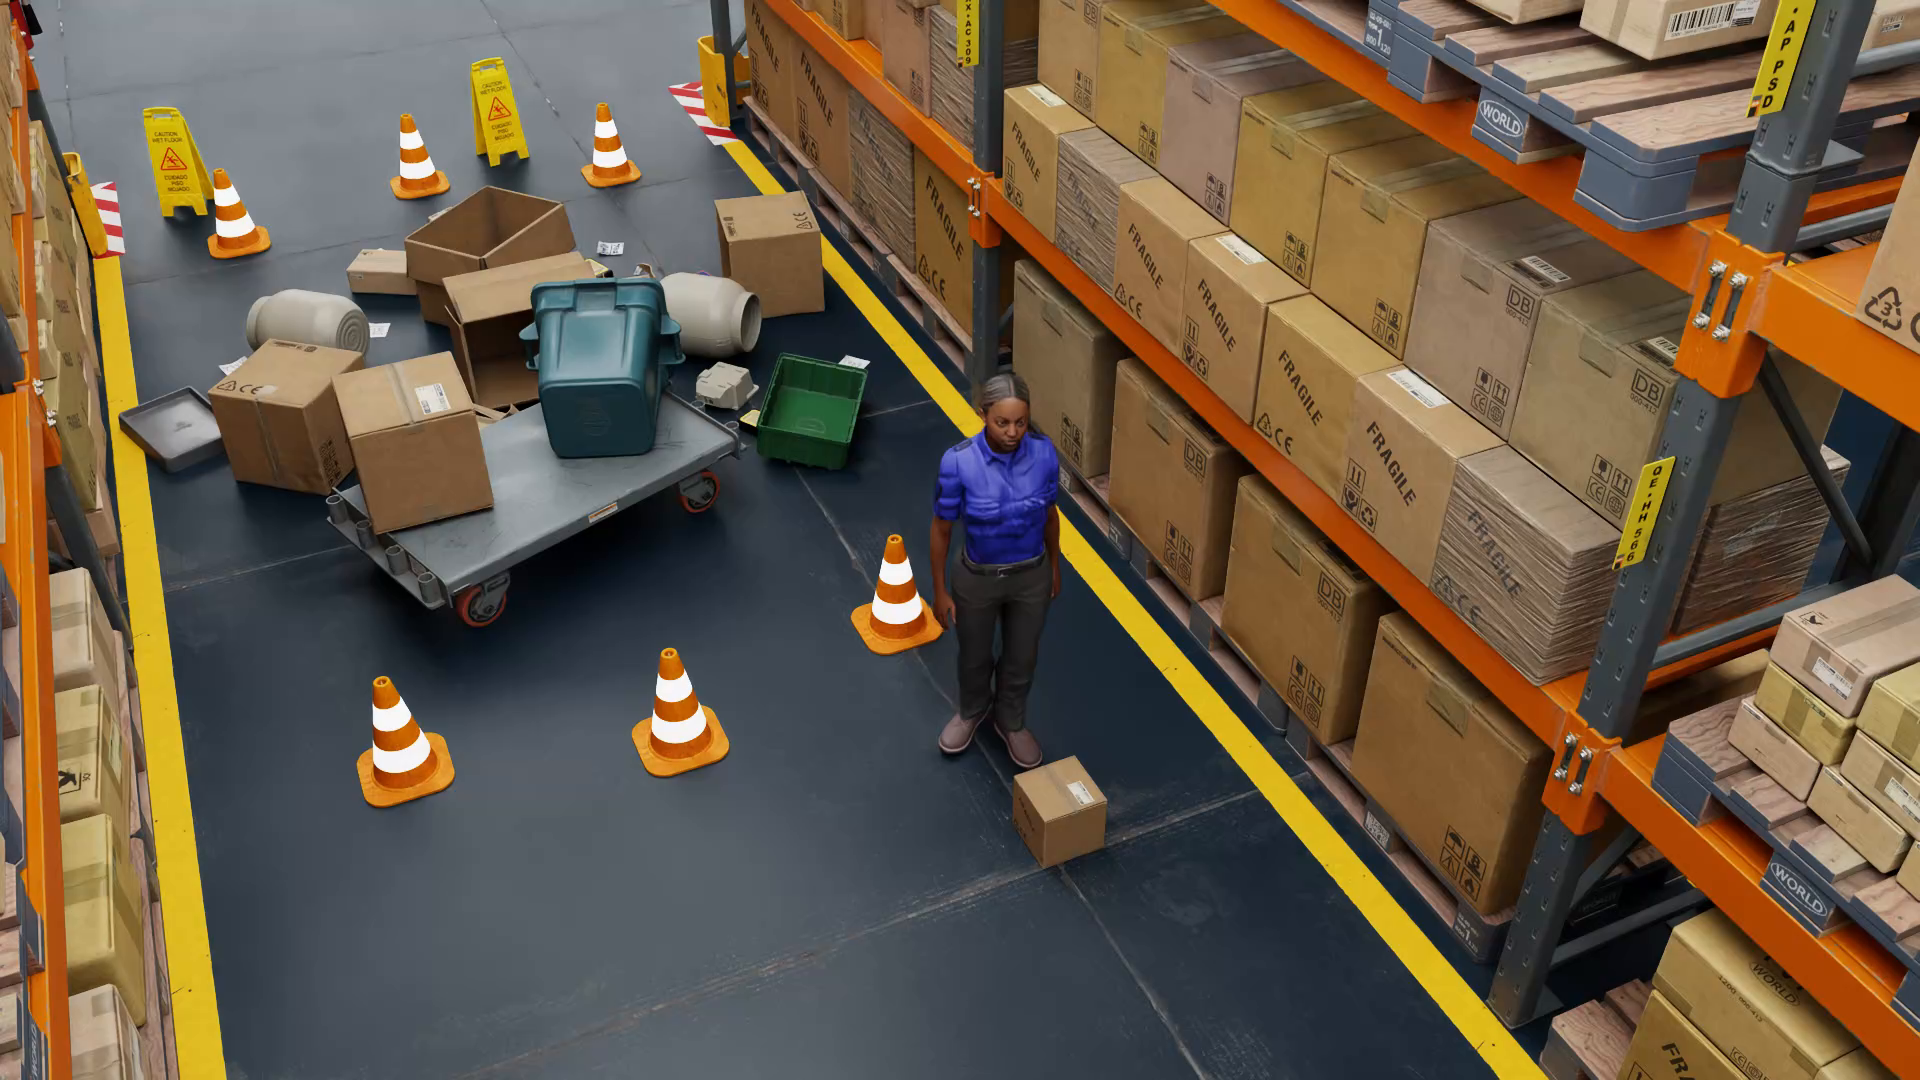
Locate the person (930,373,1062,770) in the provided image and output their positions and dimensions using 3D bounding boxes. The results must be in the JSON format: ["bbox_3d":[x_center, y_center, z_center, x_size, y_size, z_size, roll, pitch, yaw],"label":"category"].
[{"bbox_3d":[0.136,0.126,5.966,0.502,1.653,0.388,-8,38,-10],"label":"person"}]
